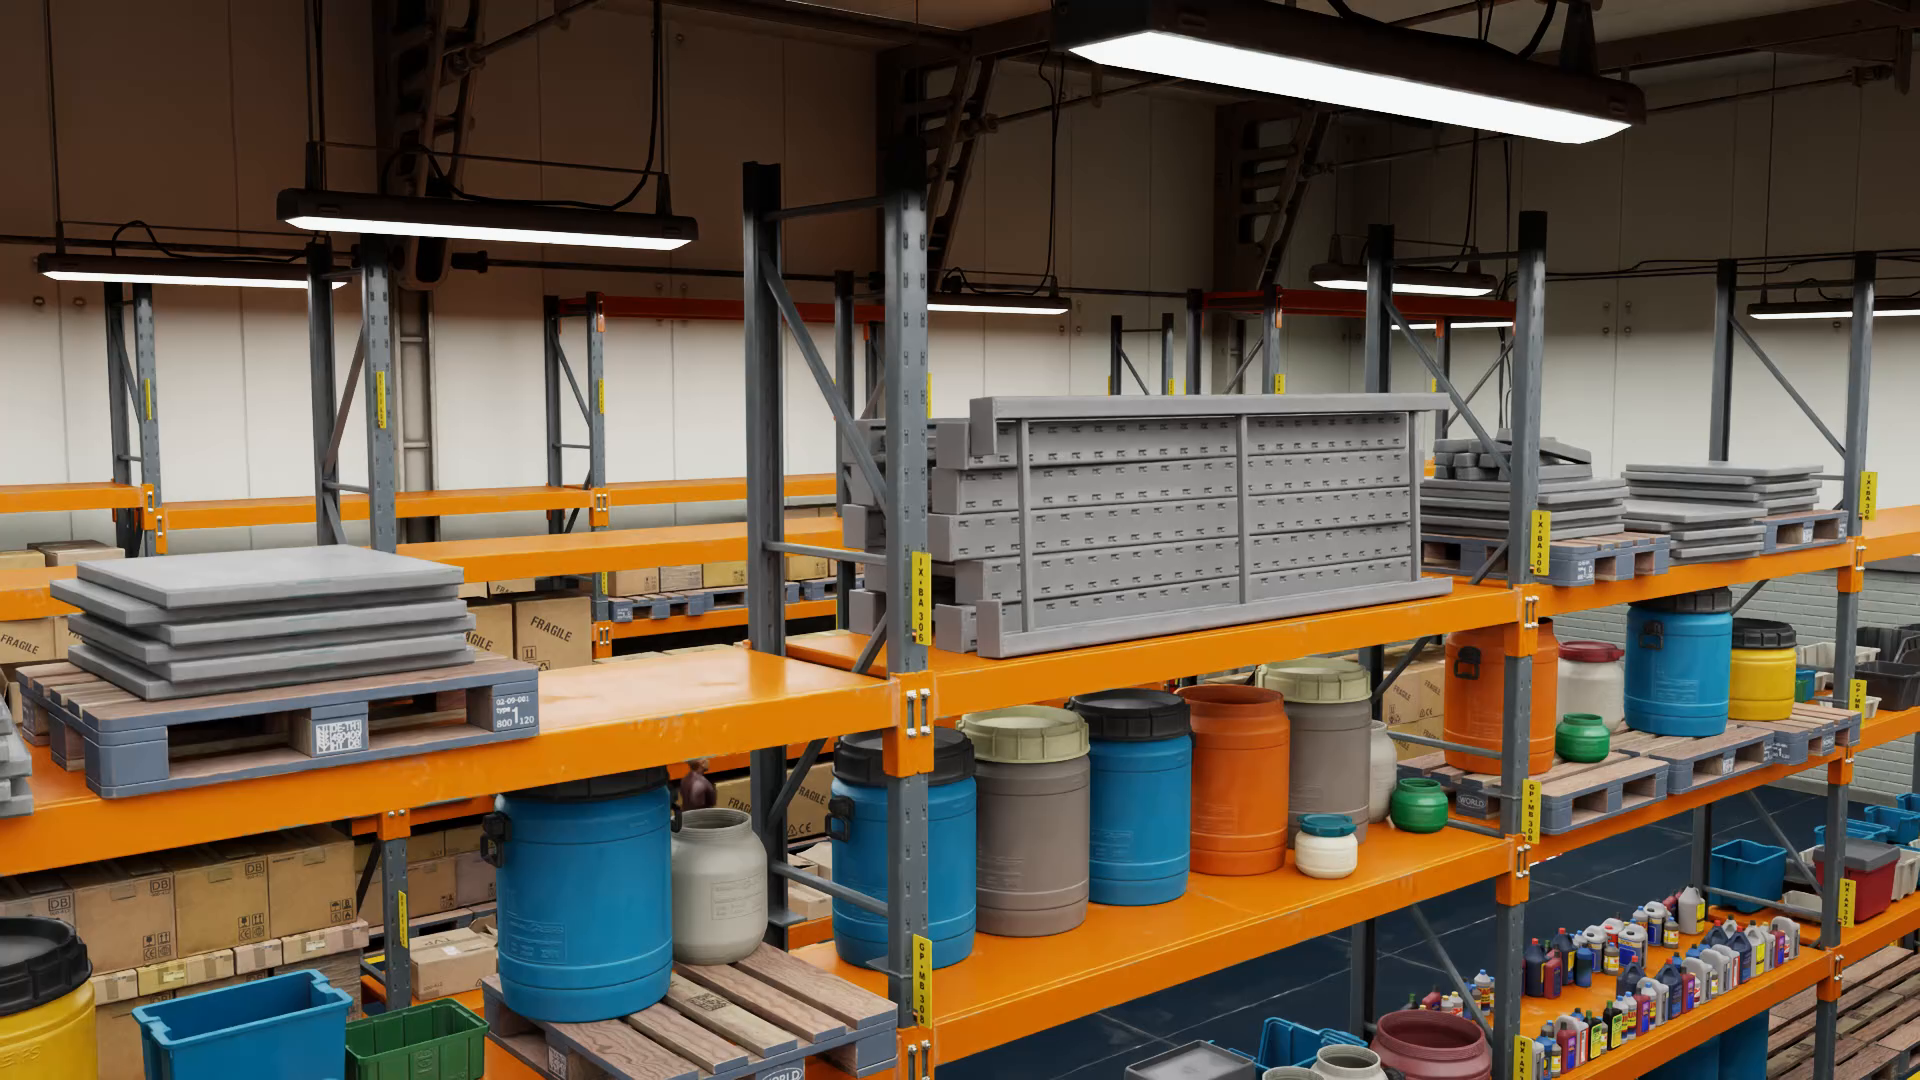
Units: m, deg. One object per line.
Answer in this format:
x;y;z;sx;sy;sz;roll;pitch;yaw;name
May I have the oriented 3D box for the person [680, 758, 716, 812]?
-2.448;2.792;15.360;0.541;1.764;0.597;-2;6;-23;person
